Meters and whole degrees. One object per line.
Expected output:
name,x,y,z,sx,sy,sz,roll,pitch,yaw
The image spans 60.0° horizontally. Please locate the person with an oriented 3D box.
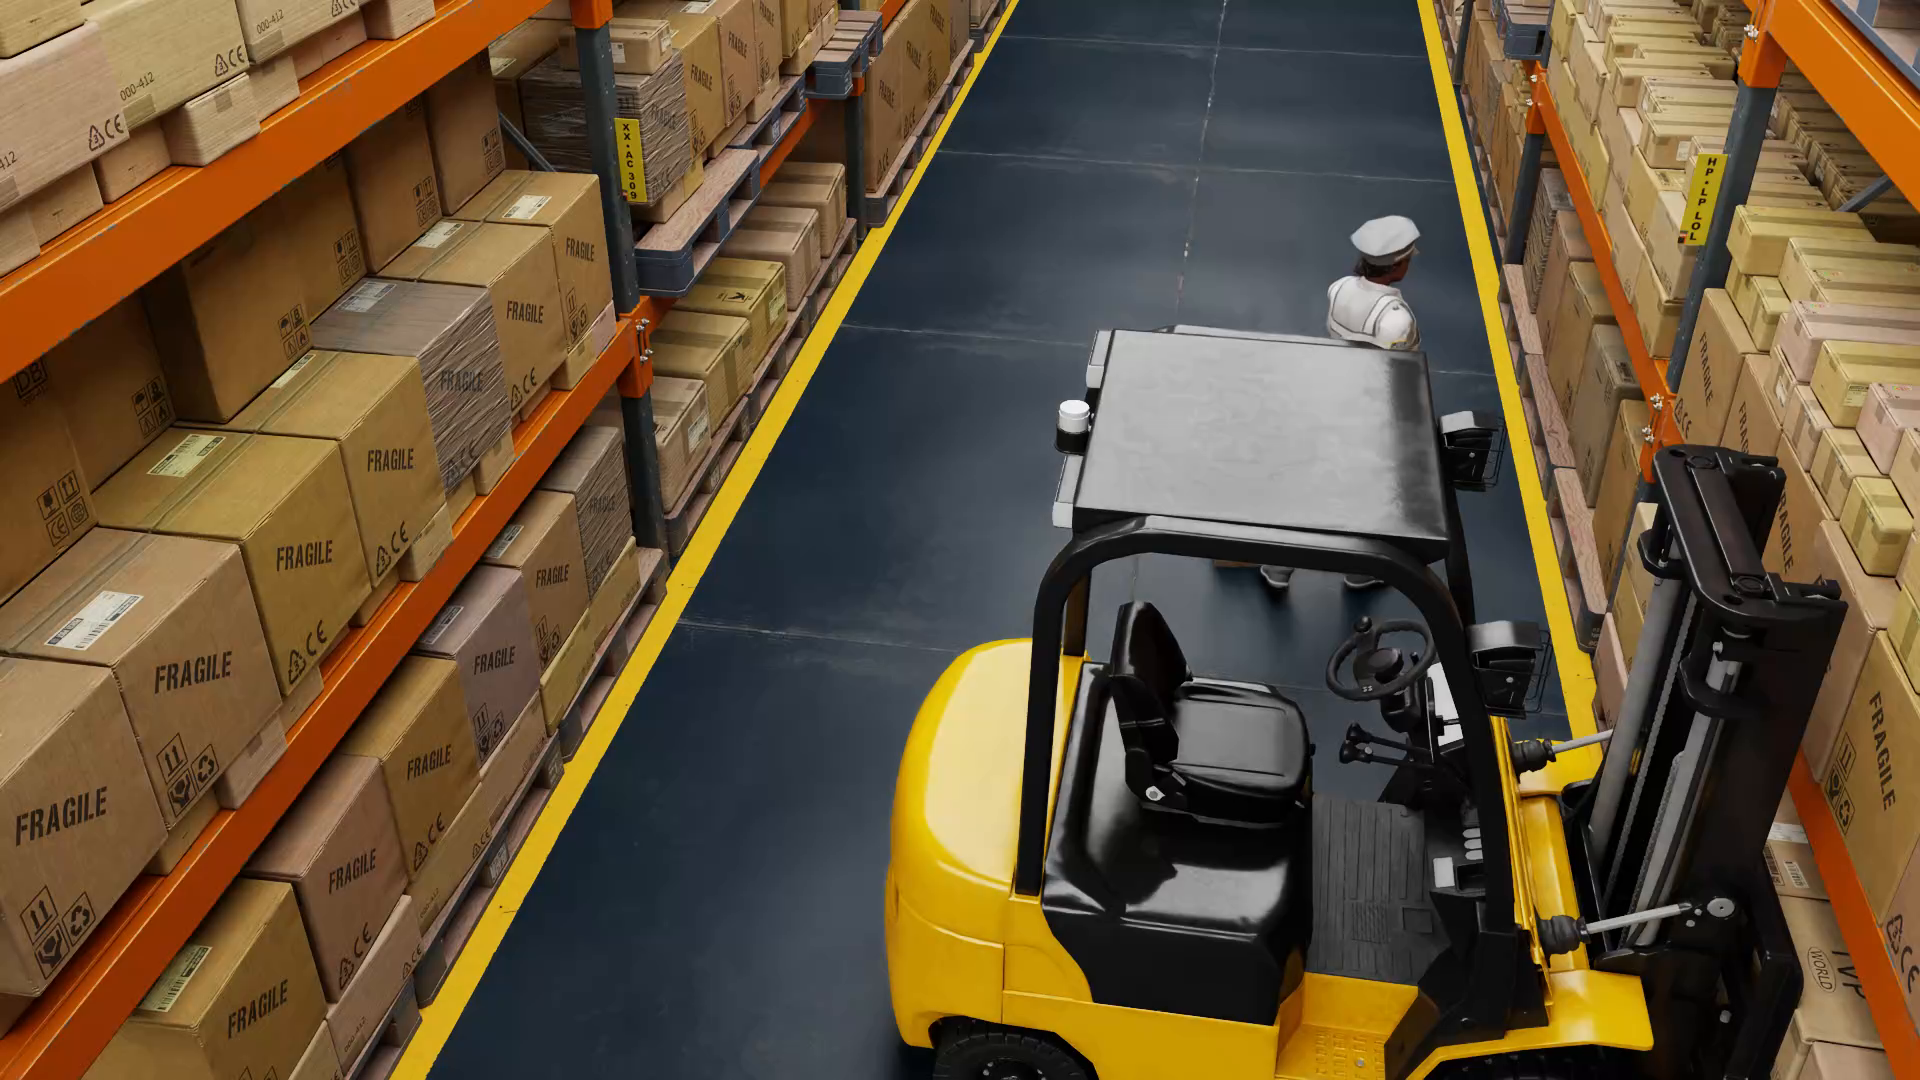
person,1.628,-0.530,6.931,0.635,1.680,0.467,-21,38,-30
